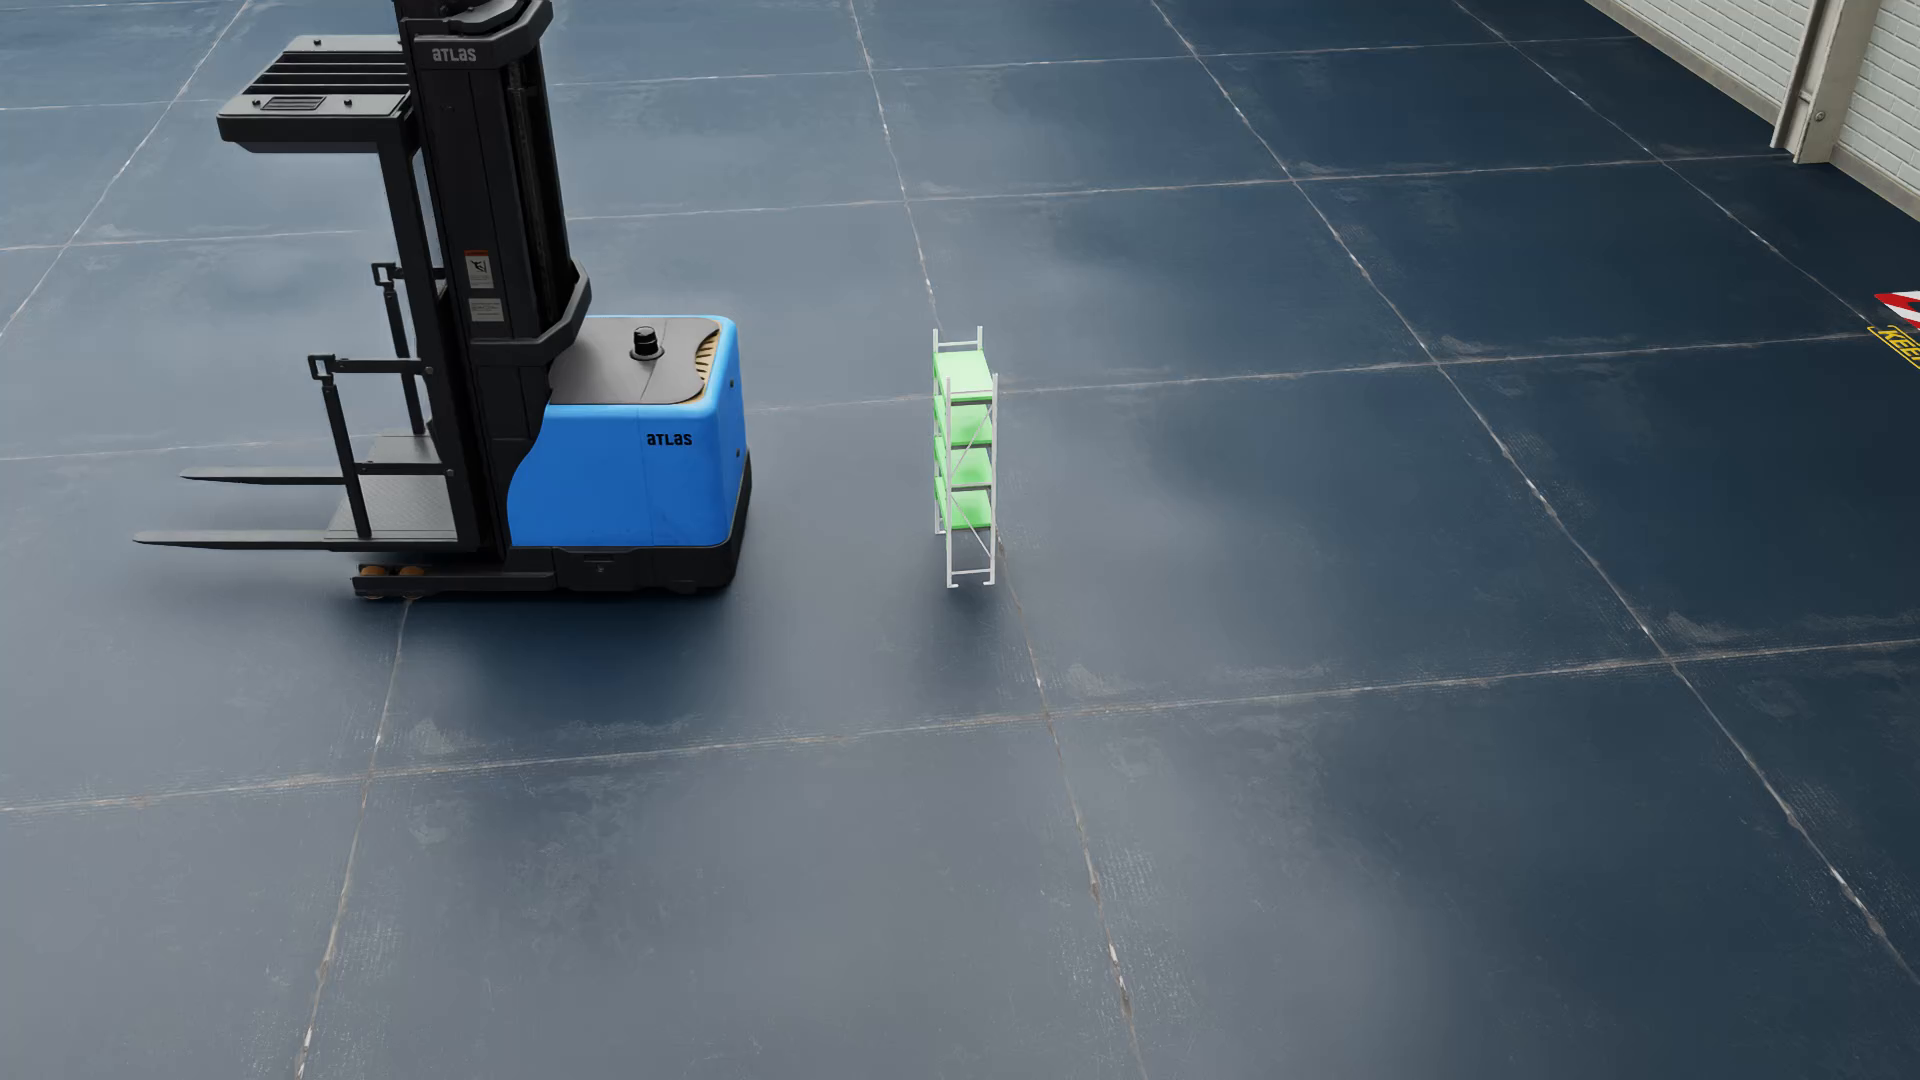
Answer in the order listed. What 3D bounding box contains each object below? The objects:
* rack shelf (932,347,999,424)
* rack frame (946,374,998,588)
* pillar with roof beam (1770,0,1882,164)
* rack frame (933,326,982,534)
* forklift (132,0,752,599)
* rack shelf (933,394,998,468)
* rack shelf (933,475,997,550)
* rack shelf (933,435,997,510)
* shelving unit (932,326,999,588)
[{"bbox_3d":[0.022,-0.747,8.042,0.258,0.148,0.480,-4,35,-6],"label":"rack shelf"},{"bbox_3d":[0.055,-0.267,8.077,0.240,1.200,0.015,-4,35,-6],"label":"rack frame"},{"bbox_3d":[2.449,-6.480,10.268,9.100,9.000,0.400,-4,35,-6],"label":"pillar with roof beam"},{"bbox_3d":[-0.011,-0.540,8.476,0.240,1.200,0.015,-4,35,-6],"label":"rack frame"},{"bbox_3d":[-2.647,-1.213,7.927,3.031,2.935,1.130,0,34,0],"label":"forklift"},{"bbox_3d":[0.022,-0.549,8.177,0.258,0.148,0.480,-4,35,-6],"label":"rack shelf"},{"bbox_3d":[0.022,-0.152,8.448,0.258,0.148,0.480,-4,35,-6],"label":"rack shelf"},{"bbox_3d":[0.022,-0.351,8.313,0.258,0.148,0.480,-4,35,-6],"label":"rack shelf"},{"bbox_3d":[0.022,-0.403,8.277,0.258,1.200,0.503,-4,35,-6],"label":"shelving unit"}]
